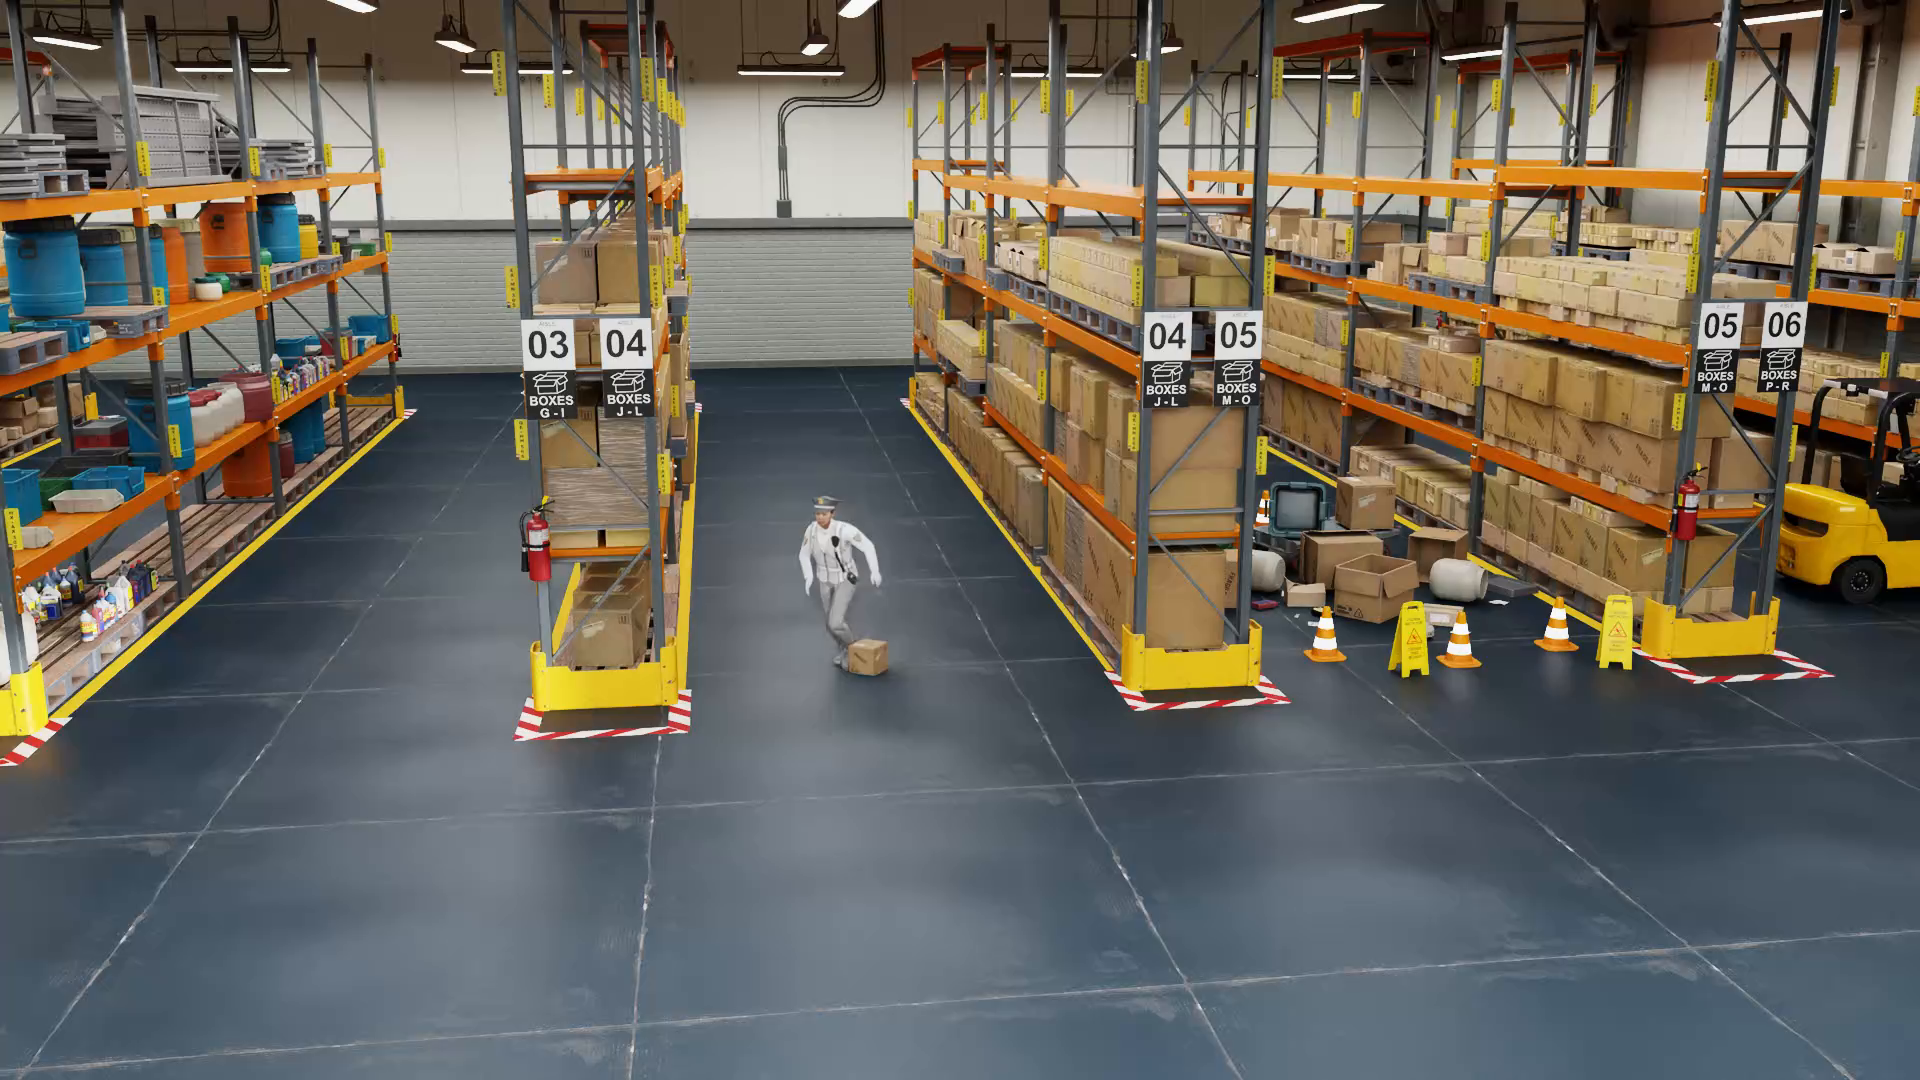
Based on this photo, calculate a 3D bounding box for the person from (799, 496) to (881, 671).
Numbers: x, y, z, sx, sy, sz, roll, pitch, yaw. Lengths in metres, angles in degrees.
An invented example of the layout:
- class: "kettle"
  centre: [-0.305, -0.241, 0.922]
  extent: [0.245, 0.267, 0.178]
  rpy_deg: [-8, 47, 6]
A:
- class: "person"
  centre: [-1.060, 0.363, 14.576]
  extent: [0.627, 1.606, 0.690]
  rpy_deg: [8, 16, 31]
